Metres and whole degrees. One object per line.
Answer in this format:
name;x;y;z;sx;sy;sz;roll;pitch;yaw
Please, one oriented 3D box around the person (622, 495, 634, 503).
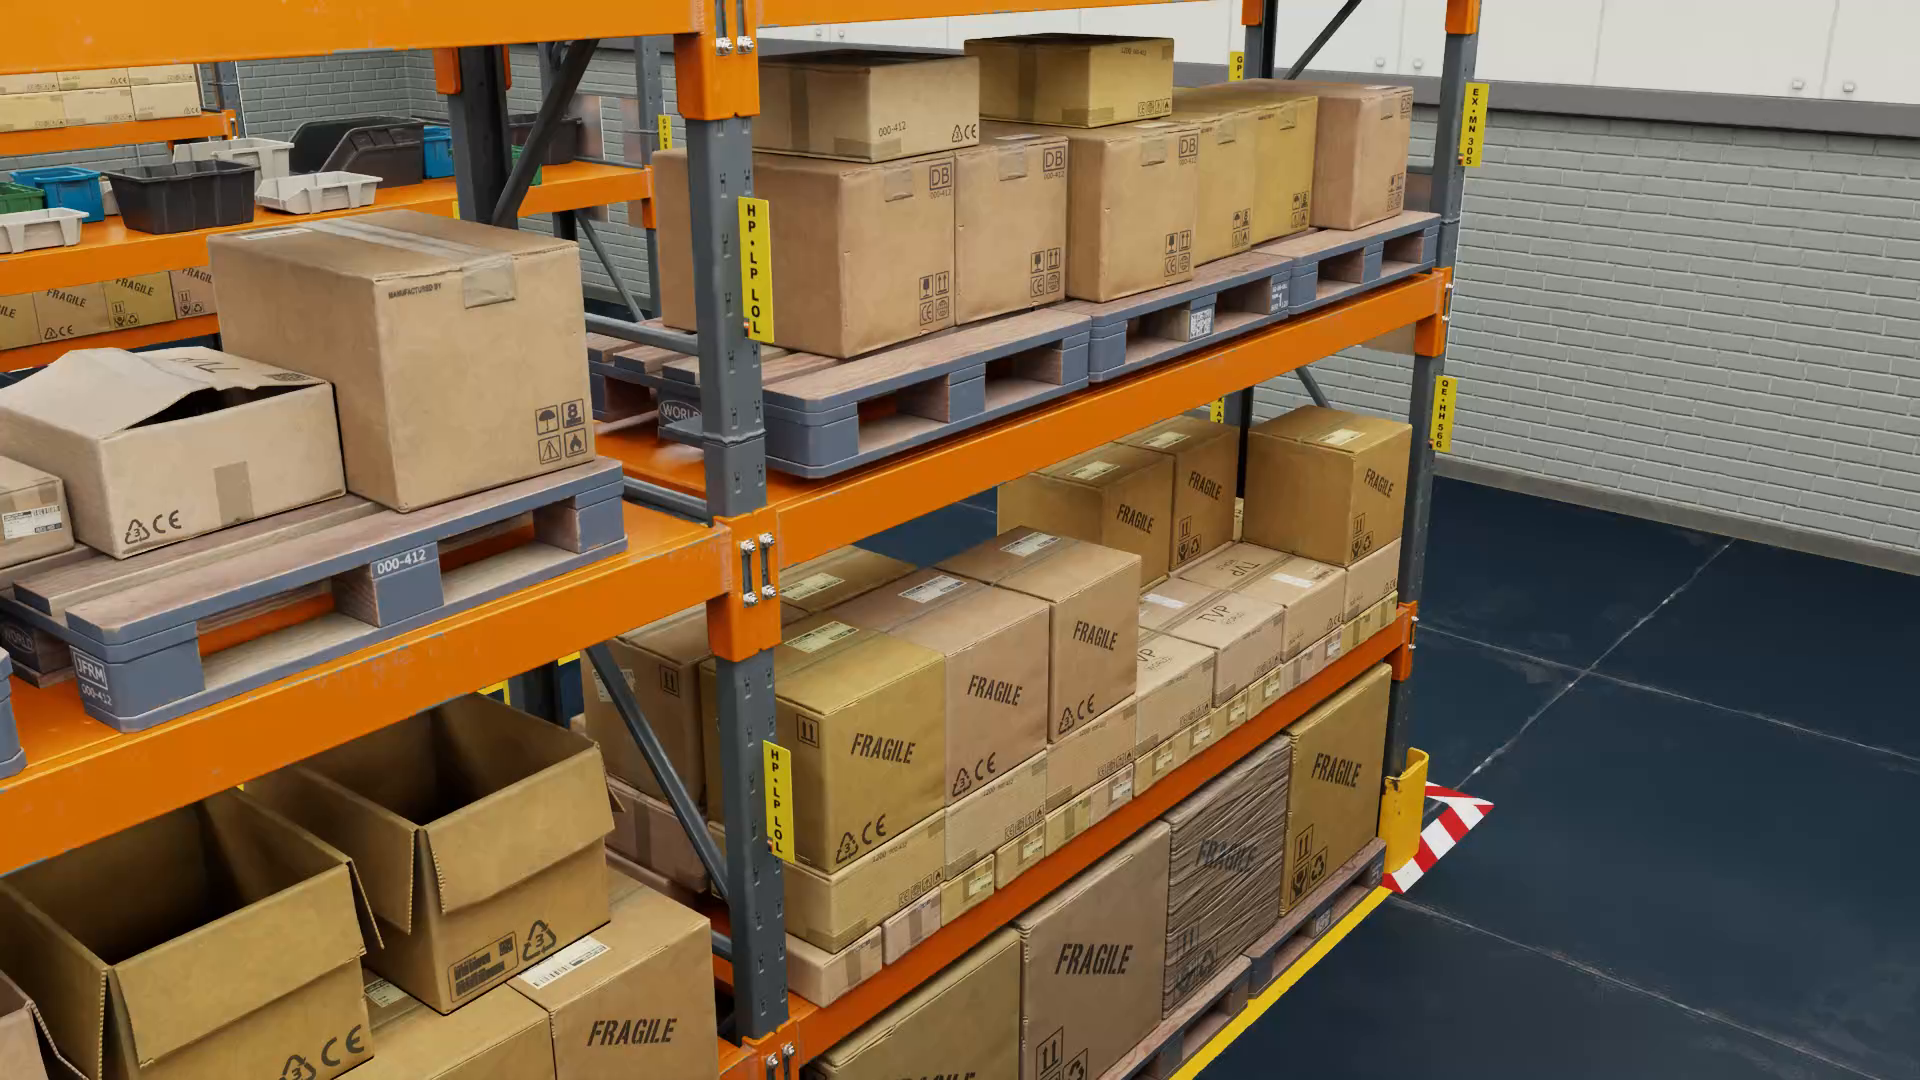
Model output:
person;-1.672;0.346;8.728;0.573;1.588;0.908;13;24;32
